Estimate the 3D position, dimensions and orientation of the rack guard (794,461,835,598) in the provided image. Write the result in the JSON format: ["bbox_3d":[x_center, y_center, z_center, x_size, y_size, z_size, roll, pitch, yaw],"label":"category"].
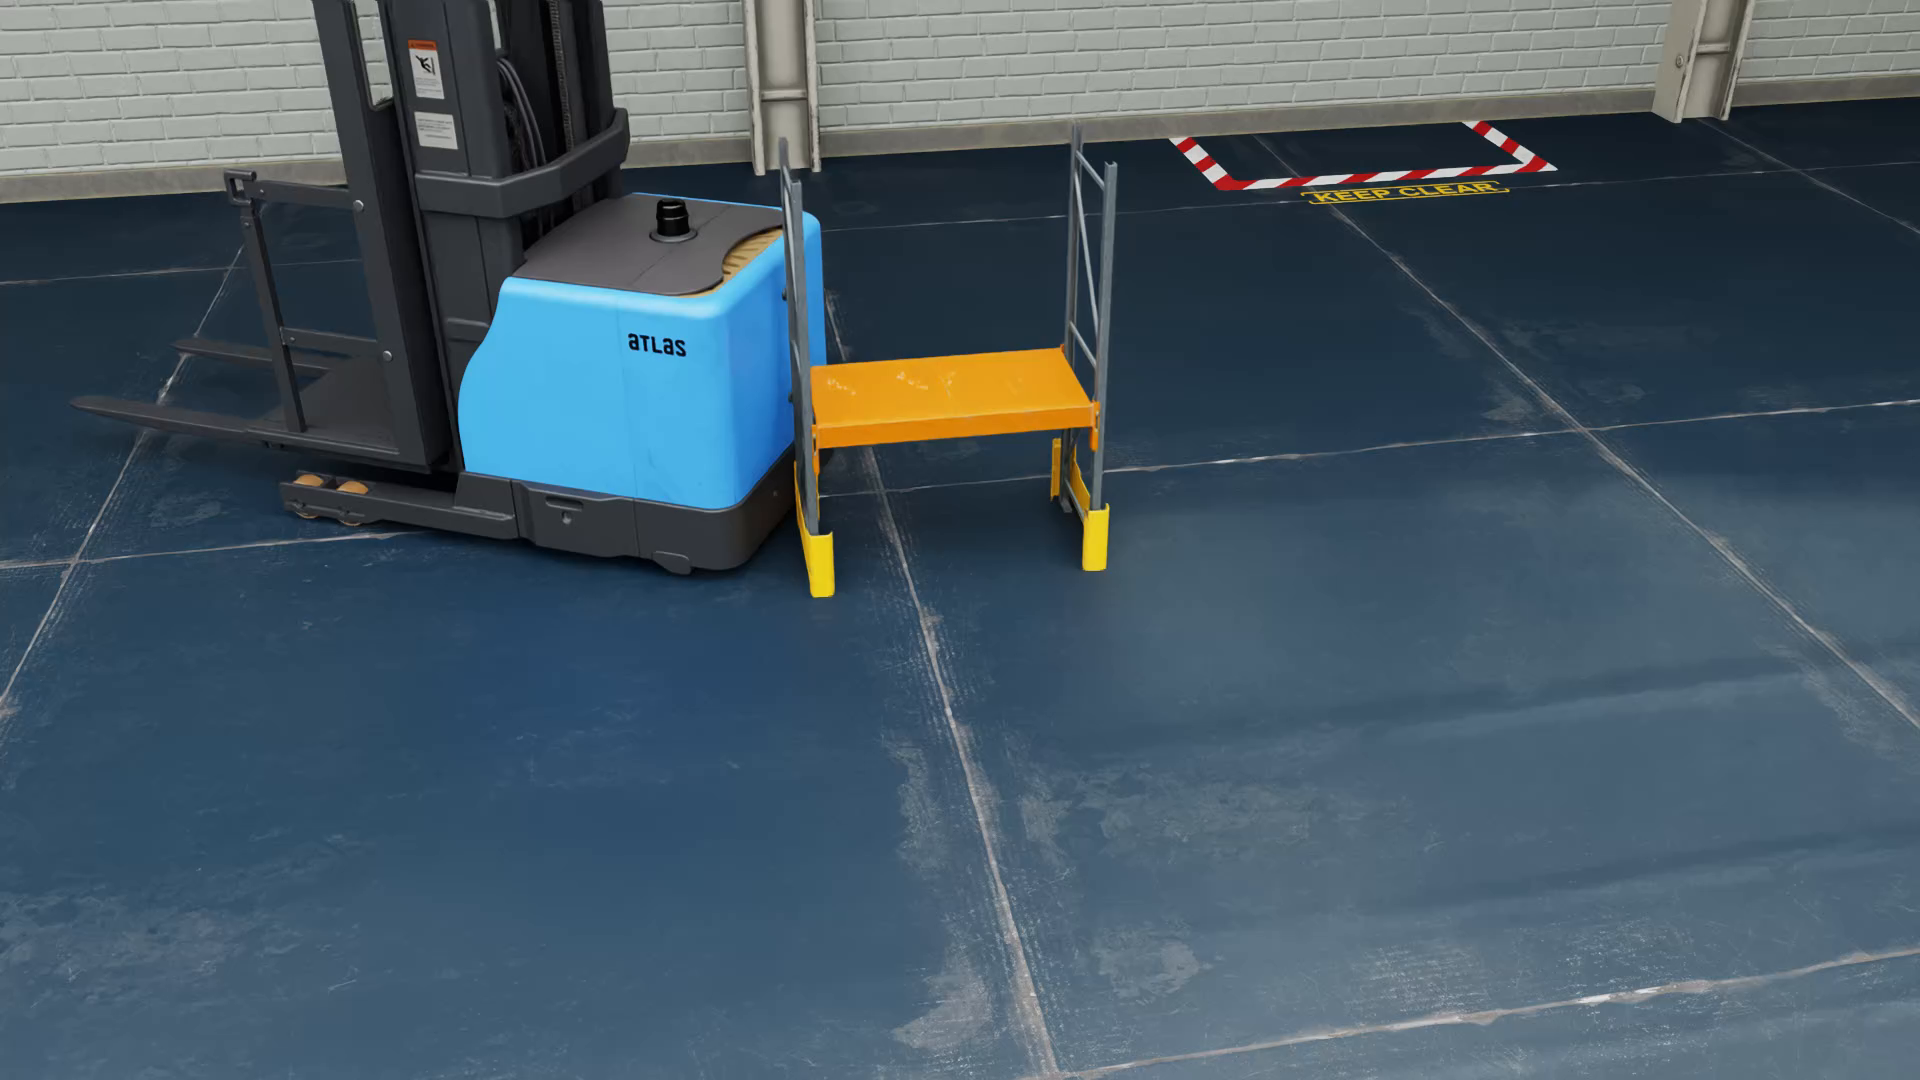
[{"bbox_3d":[-0.535,-0.050,6.089,0.087,0.250,0.587,-5,31,-9],"label":"rack guard"}]

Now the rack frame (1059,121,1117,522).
[{"bbox_3d":[0.446,-0.679,5.925,0.032,1.500,0.500,-5,31,-9],"label":"rack frame"}]

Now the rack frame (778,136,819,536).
[{"bbox_3d":[-0.554,-0.587,5.769,0.032,1.500,0.500,-5,31,-9],"label":"rack frame"}]

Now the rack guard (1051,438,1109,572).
[{"bbox_3d":[0.445,-0.140,6.242,0.087,0.250,0.587,-5,31,-9],"label":"rack guard"}]

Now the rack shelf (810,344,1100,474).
[{"bbox_3d":[-0.054,-0.478,5.938,1.000,0.185,0.538,-5,31,-9],"label":"rack shelf"}]

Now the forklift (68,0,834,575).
[{"bbox_3d":[-2.083,-1.561,6.014,3.031,2.935,1.130,9,32,15],"label":"forklift"}]

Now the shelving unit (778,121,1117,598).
[{"bbox_3d":[-0.045,-0.634,5.849,1.083,1.500,0.587,-5,31,-9],"label":"shelving unit"}]

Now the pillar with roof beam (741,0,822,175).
[{"bbox_3d":[-0.282,-4.013,4.197,0.400,9.000,9.100,-5,31,-9],"label":"pillar with roof beam"}]

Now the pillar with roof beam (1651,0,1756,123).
[{"bbox_3d":[5.620,-4.561,5.128,0.400,9.000,9.100,-5,31,-9],"label":"pillar with roof beam"}]
